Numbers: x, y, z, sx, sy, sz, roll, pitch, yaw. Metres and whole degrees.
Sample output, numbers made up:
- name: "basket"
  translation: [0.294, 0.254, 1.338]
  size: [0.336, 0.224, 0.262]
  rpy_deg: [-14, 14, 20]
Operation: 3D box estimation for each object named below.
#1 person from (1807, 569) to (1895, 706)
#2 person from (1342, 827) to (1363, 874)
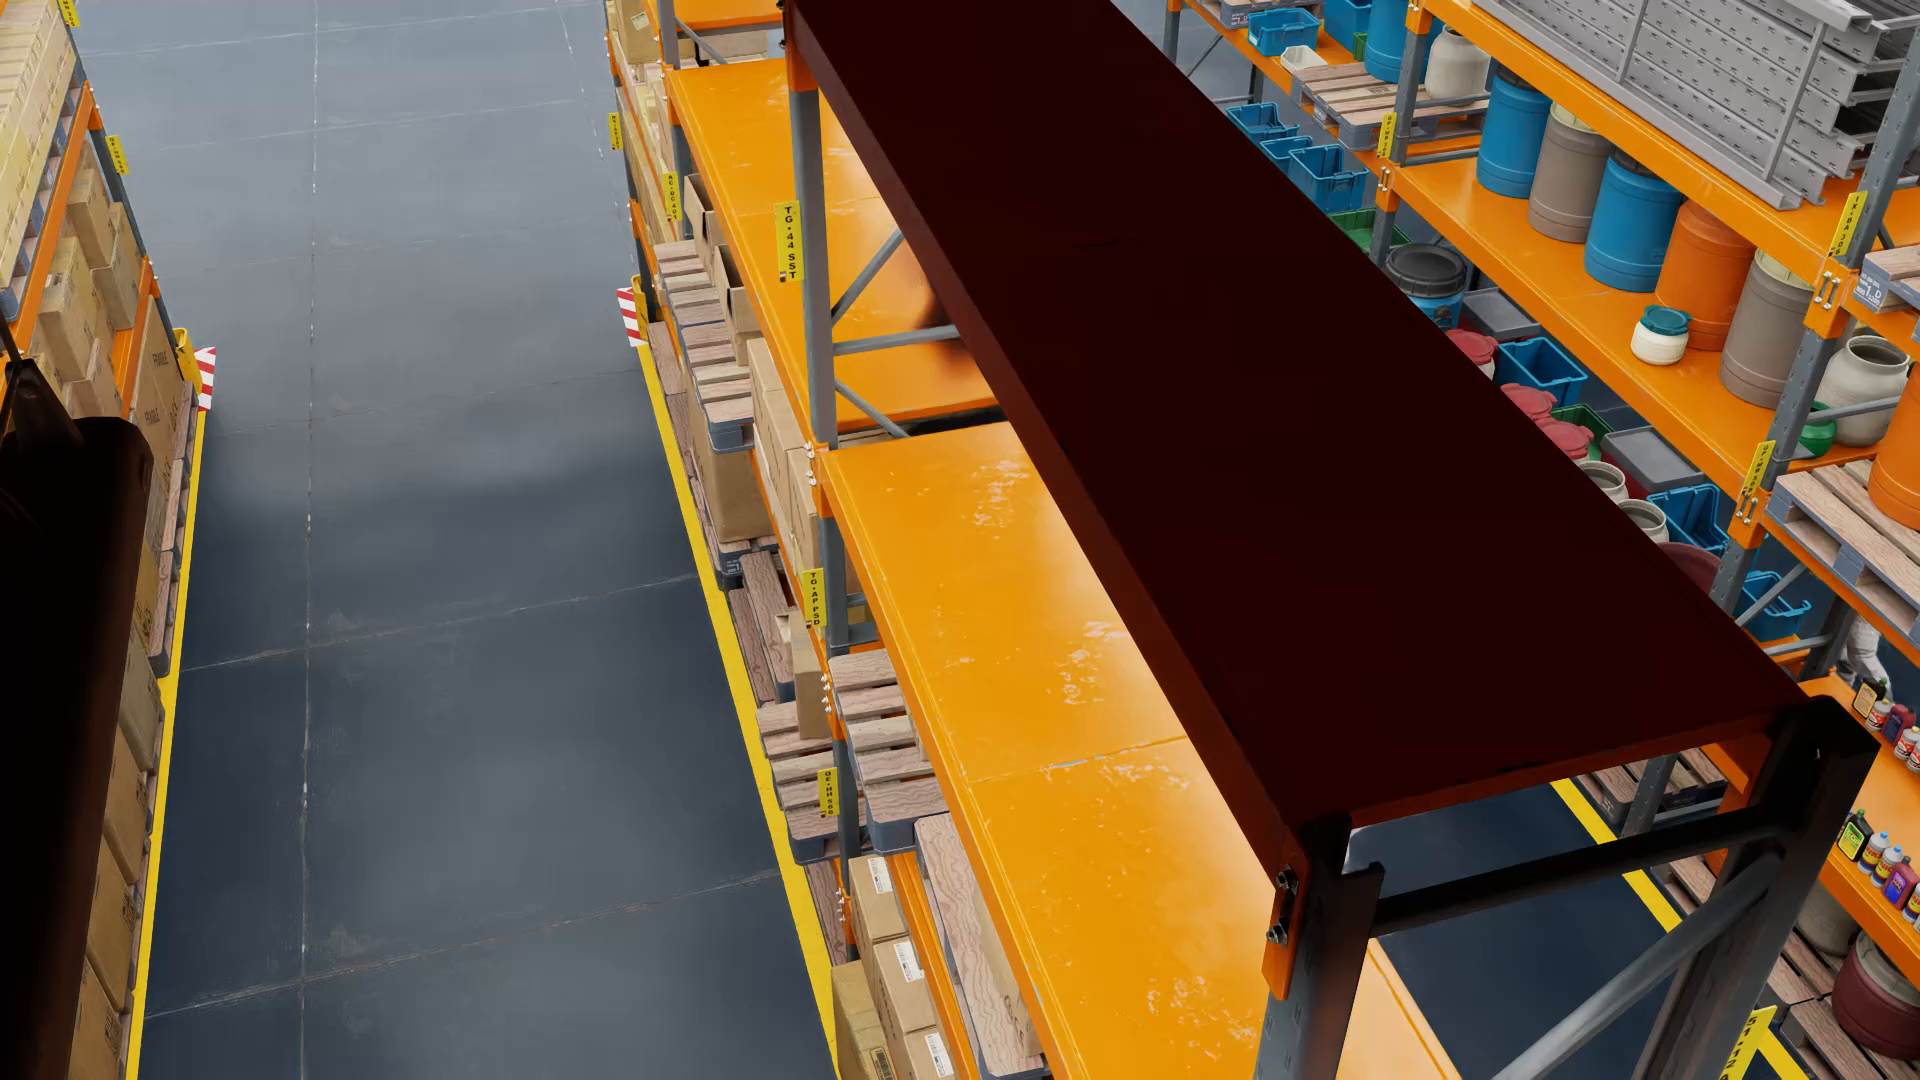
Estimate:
- name: "person"
  translation: [6.061, 0.388, 10.977]
  size: [0.678, 1.700, 0.884]
  rpy_deg: [-28, 46, -31]
- name: "person"
  translation: [2.118, 1.557, 9.441]
  size: [0.695, 1.790, 0.764]
  rpy_deg: [-18, 42, -22]
